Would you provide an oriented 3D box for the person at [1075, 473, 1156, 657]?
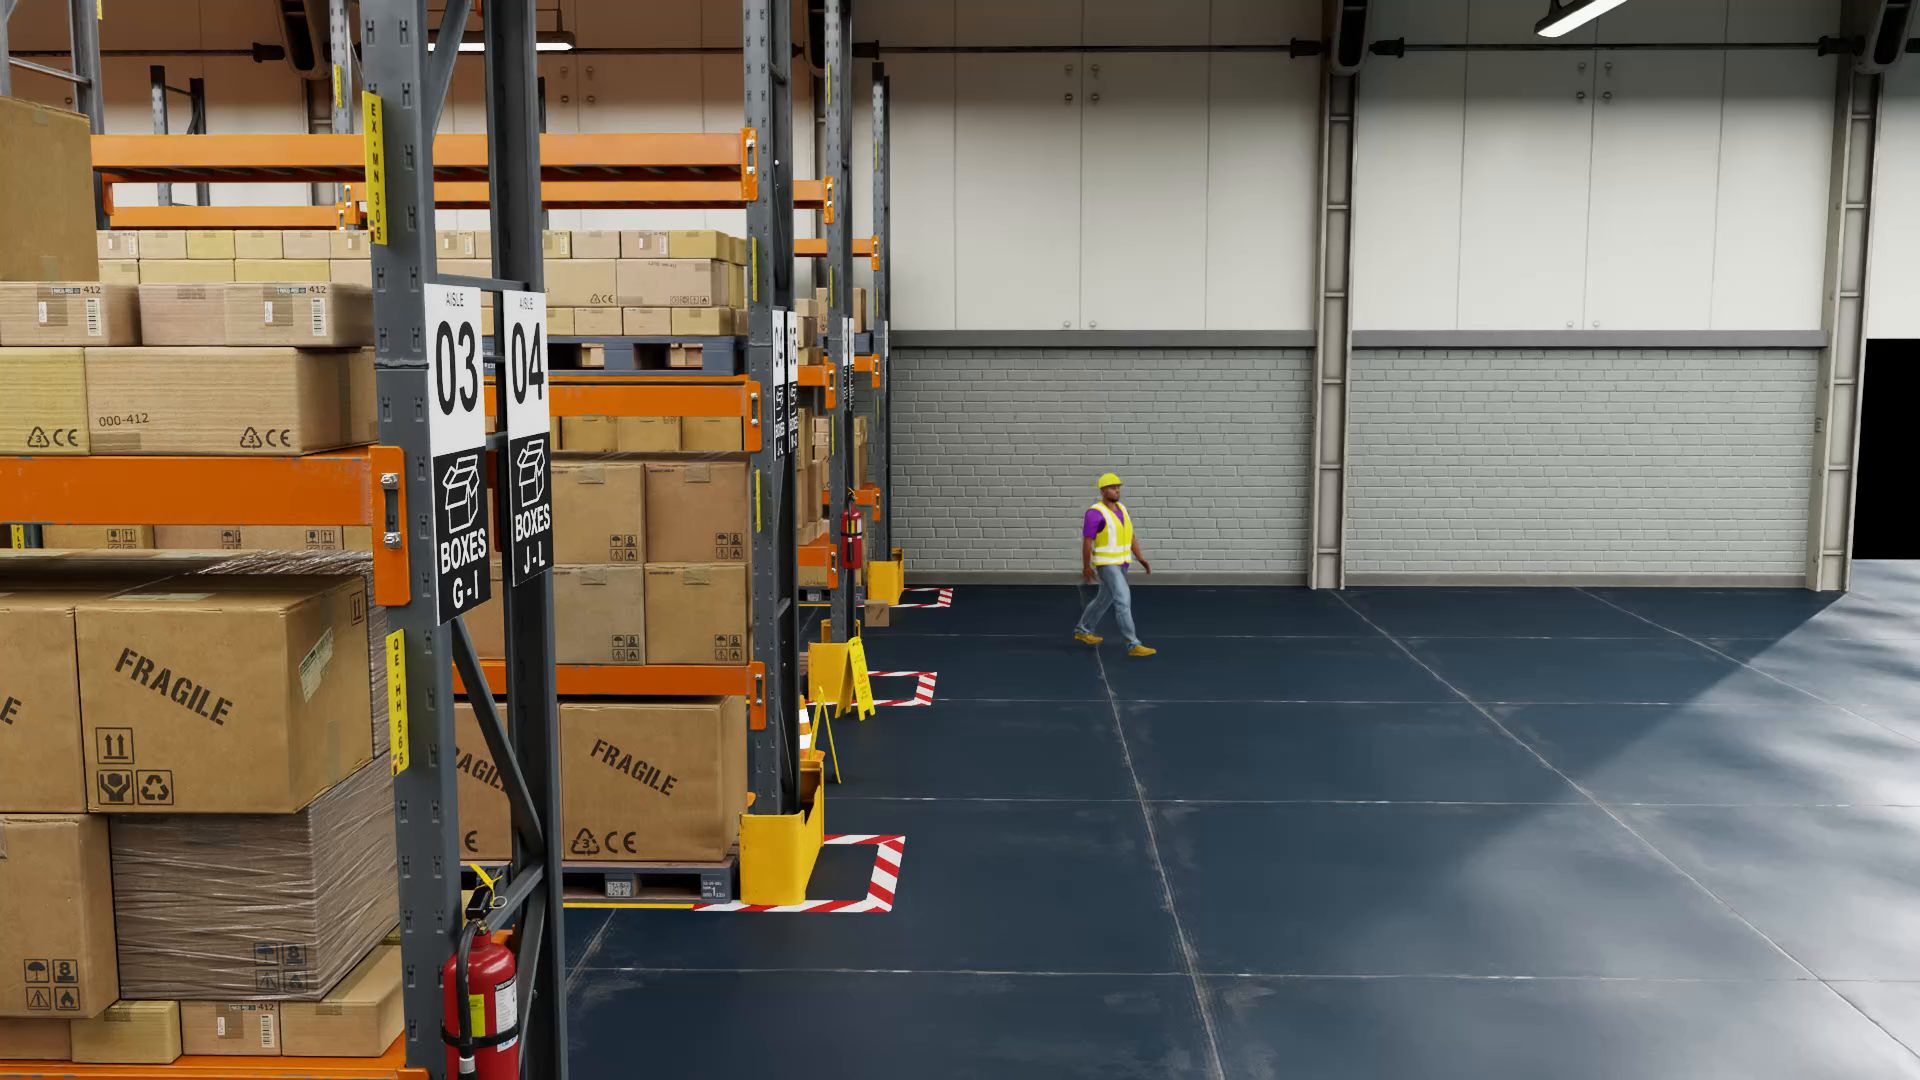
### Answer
[{"bbox_3d":[1.508,0.223,15.883,1.043,1.717,0.435,6,9,39],"label":"person"}]
